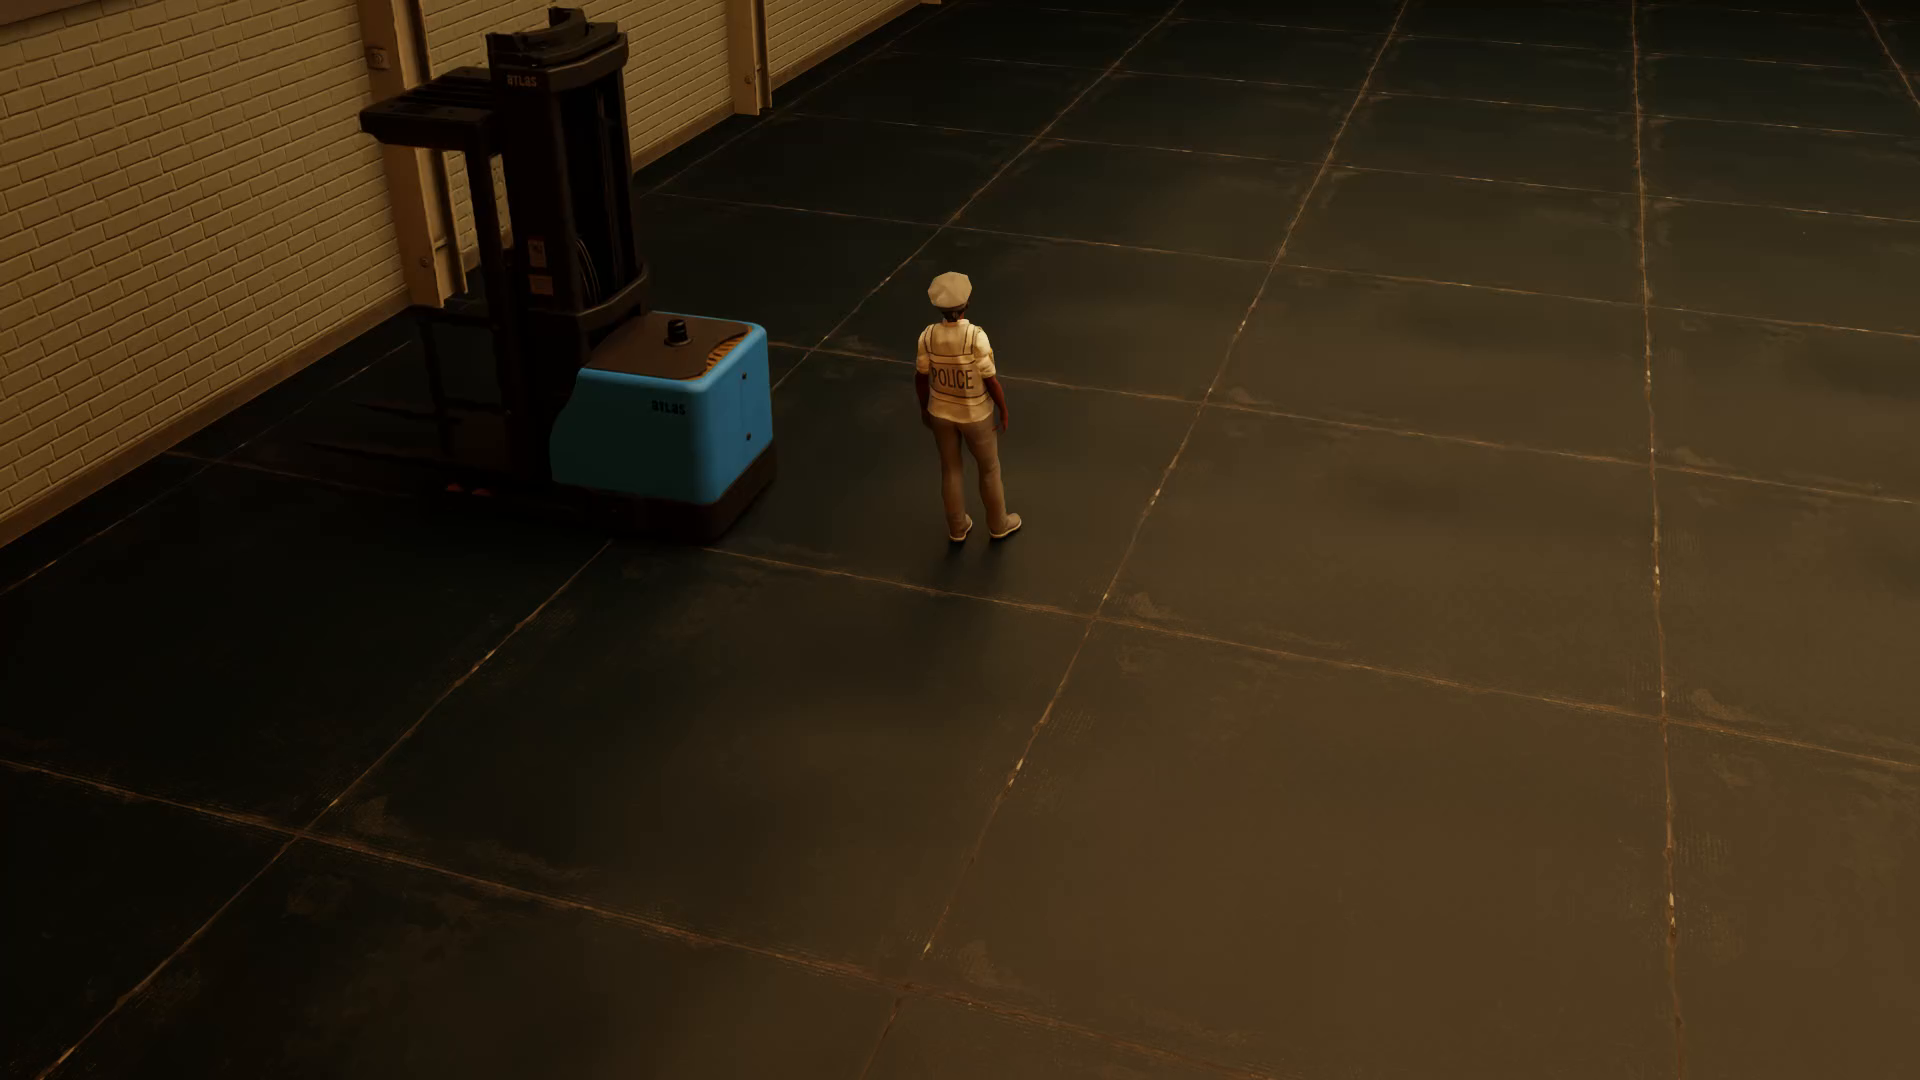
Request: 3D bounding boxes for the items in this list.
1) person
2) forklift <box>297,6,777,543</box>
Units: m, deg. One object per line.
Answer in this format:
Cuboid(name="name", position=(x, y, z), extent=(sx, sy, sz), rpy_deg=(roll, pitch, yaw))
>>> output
Cuboid(name="person", position=(0.043, -0.774, 9.729), extent=(0.570, 1.695, 0.530), rpy_deg=(10, 31, 16))
Cuboid(name="forklift", position=(-2.755, -1.665, 10.057), extent=(3.031, 2.935, 1.130), rpy_deg=(9, 31, 15))
